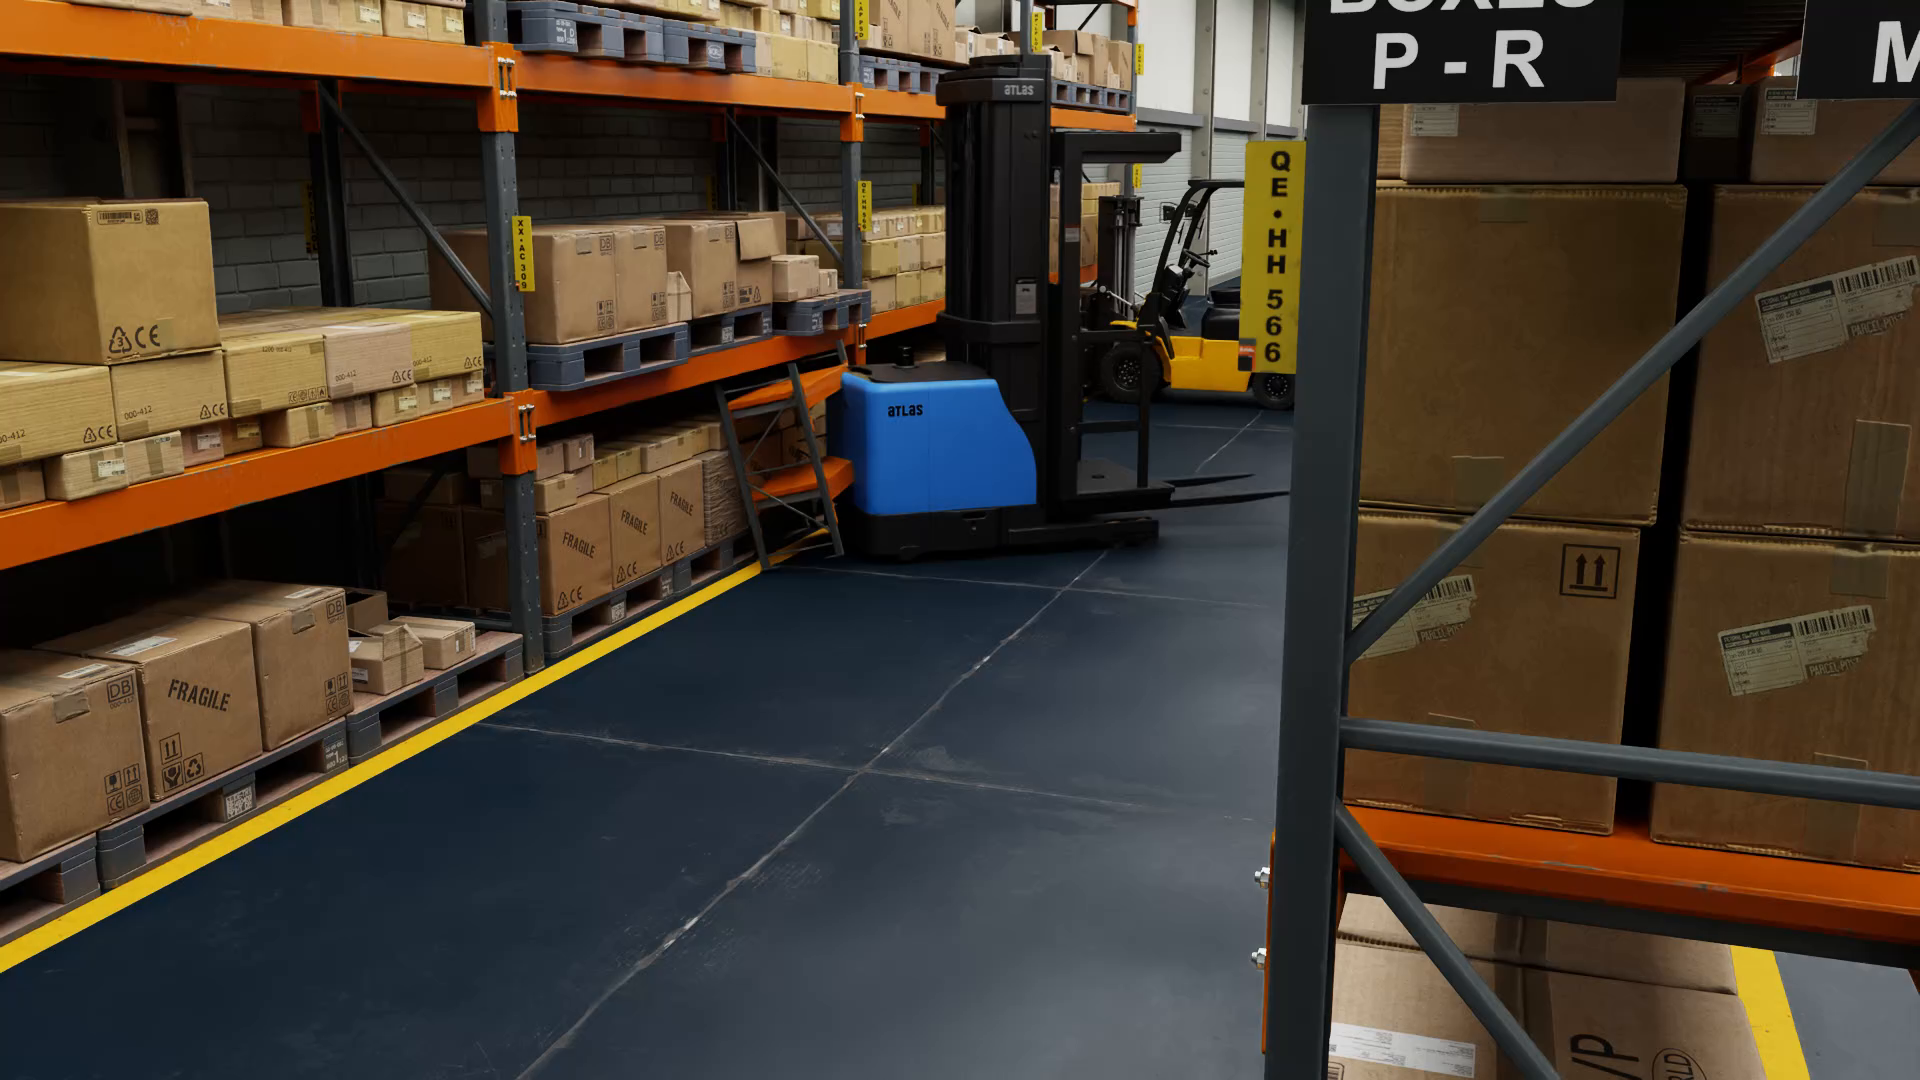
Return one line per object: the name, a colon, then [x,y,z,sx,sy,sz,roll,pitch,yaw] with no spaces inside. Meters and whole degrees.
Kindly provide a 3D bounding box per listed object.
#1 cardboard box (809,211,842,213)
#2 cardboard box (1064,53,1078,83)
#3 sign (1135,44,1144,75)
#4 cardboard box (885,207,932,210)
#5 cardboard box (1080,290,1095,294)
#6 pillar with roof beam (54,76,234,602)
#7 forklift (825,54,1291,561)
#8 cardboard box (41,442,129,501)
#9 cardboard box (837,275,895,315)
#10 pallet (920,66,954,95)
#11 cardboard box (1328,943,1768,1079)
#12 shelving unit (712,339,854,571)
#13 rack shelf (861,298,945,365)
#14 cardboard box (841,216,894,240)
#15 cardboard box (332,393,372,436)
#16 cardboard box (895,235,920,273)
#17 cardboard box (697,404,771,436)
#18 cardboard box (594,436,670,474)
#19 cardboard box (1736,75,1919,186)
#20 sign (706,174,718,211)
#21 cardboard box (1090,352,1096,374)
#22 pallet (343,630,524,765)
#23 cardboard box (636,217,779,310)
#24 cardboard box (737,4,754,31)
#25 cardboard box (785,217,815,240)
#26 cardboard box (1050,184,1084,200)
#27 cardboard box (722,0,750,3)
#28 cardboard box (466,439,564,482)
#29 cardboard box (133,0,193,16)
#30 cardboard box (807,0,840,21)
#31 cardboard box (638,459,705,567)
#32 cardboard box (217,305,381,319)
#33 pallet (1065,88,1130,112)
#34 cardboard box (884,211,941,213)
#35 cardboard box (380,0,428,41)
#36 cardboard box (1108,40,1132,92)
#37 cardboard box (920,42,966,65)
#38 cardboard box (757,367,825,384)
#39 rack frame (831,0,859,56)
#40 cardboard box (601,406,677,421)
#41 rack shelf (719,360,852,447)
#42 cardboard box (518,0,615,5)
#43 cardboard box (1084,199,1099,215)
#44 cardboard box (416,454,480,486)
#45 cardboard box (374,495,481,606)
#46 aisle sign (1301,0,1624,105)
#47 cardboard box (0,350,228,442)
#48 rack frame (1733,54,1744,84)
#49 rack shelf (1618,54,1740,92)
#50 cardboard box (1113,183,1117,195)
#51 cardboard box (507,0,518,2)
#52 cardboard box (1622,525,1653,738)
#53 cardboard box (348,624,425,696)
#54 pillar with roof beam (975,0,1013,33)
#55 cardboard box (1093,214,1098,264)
cardboard box: [-0.942,-2.445,12.777,0.380,0.149,0.250,4,13,17]
cardboard box: [0.912,-4.502,15.866,0.396,0.266,0.258,4,13,17]
sign: [1.948,-5.217,18.051,0.100,0.325,0.005,4,14,18]
cardboard box: [-0.453,-2.707,13.926,0.380,0.149,0.250,4,14,18]
cardboard box: [1.426,-2.528,17.811,0.500,0.250,0.500,5,14,19]
pillar with roof beam: [0.552,-3.410,5.205,9.100,9.000,0.400,4,14,18]
forklift: [0.710,-1.488,10.421,3.031,2.935,1.130,-5,14,-20]
cardboard box: [-2.908,-0.229,5.316,0.380,0.149,0.250,4,13,17]
cardboard box: [-0.774,-1.722,11.628,0.500,0.250,0.500,4,14,19]
pallet: [-0.655,-3.474,12.653,1.003,0.211,1.213,5,14,21]
cardboard box: [1.079,1.220,3.216,0.875,0.438,0.875,4,13,16]
shelving unit: [-0.933,-0.531,9.935,0.538,1.125,1.048,-11,12,14]
rack shelf: [-0.502,-1.790,13.204,1.077,0.370,4.000,4,14,18]
cardboard box: [-0.682,-2.186,11.643,0.380,0.149,0.250,5,14,20]
cardboard box: [-2.543,-0.503,6.515,0.380,0.149,0.250,5,14,20]
cardboard box: [-0.611,-2.071,12.034,0.500,0.250,0.500,5,14,20]
cardboard box: [-1.384,-0.735,10.183,0.380,0.149,0.250,5,14,20]
cardboard box: [-1.795,-0.463,8.991,0.380,0.149,0.250,4,14,18]
cardboard box: [1.337,-0.585,2.382,0.380,0.149,0.250,5,14,20]
sign: [-1.676,-2.323,11.322,0.100,0.325,0.005,4,14,18]
cardboard box: [1.099,-1.826,16.984,0.500,0.250,0.500,5,14,20]
pallet: [-2.667,0.627,7.266,1.003,0.211,1.213,4,14,18]
cardboard box: [-1.502,-1.617,9.657,0.797,0.503,0.637,4,13,17]
cardboard box: [-1.415,-3.000,9.590,0.380,0.149,0.250,4,14,19]
cardboard box: [-1.236,-2.167,11.560,0.380,0.149,0.250,5,14,20]
cardboard box: [1.032,-3.500,16.729,0.380,0.149,0.250,5,14,19]
cardboard box: [-1.400,-3.081,9.277,0.380,0.149,0.250,4,14,19]
cardboard box: [-2.133,-0.385,7.981,0.380,0.149,0.250,4,13,17]
cardboard box: [-2.751,-1.794,5.429,0.380,0.149,0.250,5,14,20]
cardboard box: [-0.981,-3.354,10.474,0.380,0.149,0.250,5,14,20]
cardboard box: [-1.745,-0.166,9.149,0.500,0.500,0.500,4,13,17]
cardboard box: [-2.859,-0.864,7.201,0.500,0.250,0.500,4,14,18]
pallet: [1.186,-4.676,17.691,1.003,0.211,1.213,4,14,18]
cardboard box: [-0.367,-2.464,12.861,0.380,0.149,0.250,4,14,18]
cardboard box: [-2.363,-2.069,6.633,0.380,0.149,0.250,4,14,18]
cardboard box: [1.527,-5.057,17.771,0.500,0.500,0.500,5,14,20]
cardboard box: [-0.173,-3.739,12.784,0.380,0.149,0.250,4,14,18]
cardboard box: [-0.935,-0.896,12.068,0.875,0.625,0.625,5,14,20]
rack frame: [-1.149,-4.644,10.611,1.000,3.000,0.127,4,14,18]
cardboard box: [-1.943,-0.713,10.086,0.380,0.149,0.250,4,13,17]
rack shelf: [-1.000,-0.810,9.877,0.538,0.278,1.000,-11,12,14]
cardboard box: [-1.865,-2.617,7.868,0.380,0.149,0.250,4,14,19]
cardboard box: [1.200,-3.403,16.976,0.380,0.149,0.250,4,14,19]
cardboard box: [-2.517,-0.333,8.423,0.380,0.149,0.250,4,14,18]
cardboard box: [-2.564,0.012,8.367,0.500,0.500,0.500,4,14,18]
aisle sign: [0.644,-0.953,2.079,0.394,0.787,0.004,4,14,18]
cardboard box: [-2.867,-0.505,5.628,0.500,0.250,0.500,4,13,17]
rack frame: [2.254,-0.520,6.027,1.000,3.000,0.127,4,14,18]
rack shelf: [2.902,-2.053,7.618,1.077,0.370,4.000,4,14,18]
cardboard box: [1.472,-3.769,17.908,0.380,0.149,0.250,4,14,18]
cardboard box: [-2.278,-2.650,8.011,0.380,0.149,0.250,4,13,17]
cardboard box: [1.524,0.084,3.153,0.500,0.500,0.500,4,13,18]
cardboard box: [-2.461,0.465,6.911,0.396,0.266,0.258,5,14,20]
pillar with roof beam: [4.434,-5.937,16.275,9.100,9.000,0.400,4,14,18]
cardboard box: [1.186,-3.113,17.162,0.500,0.500,0.500,4,13,17]
